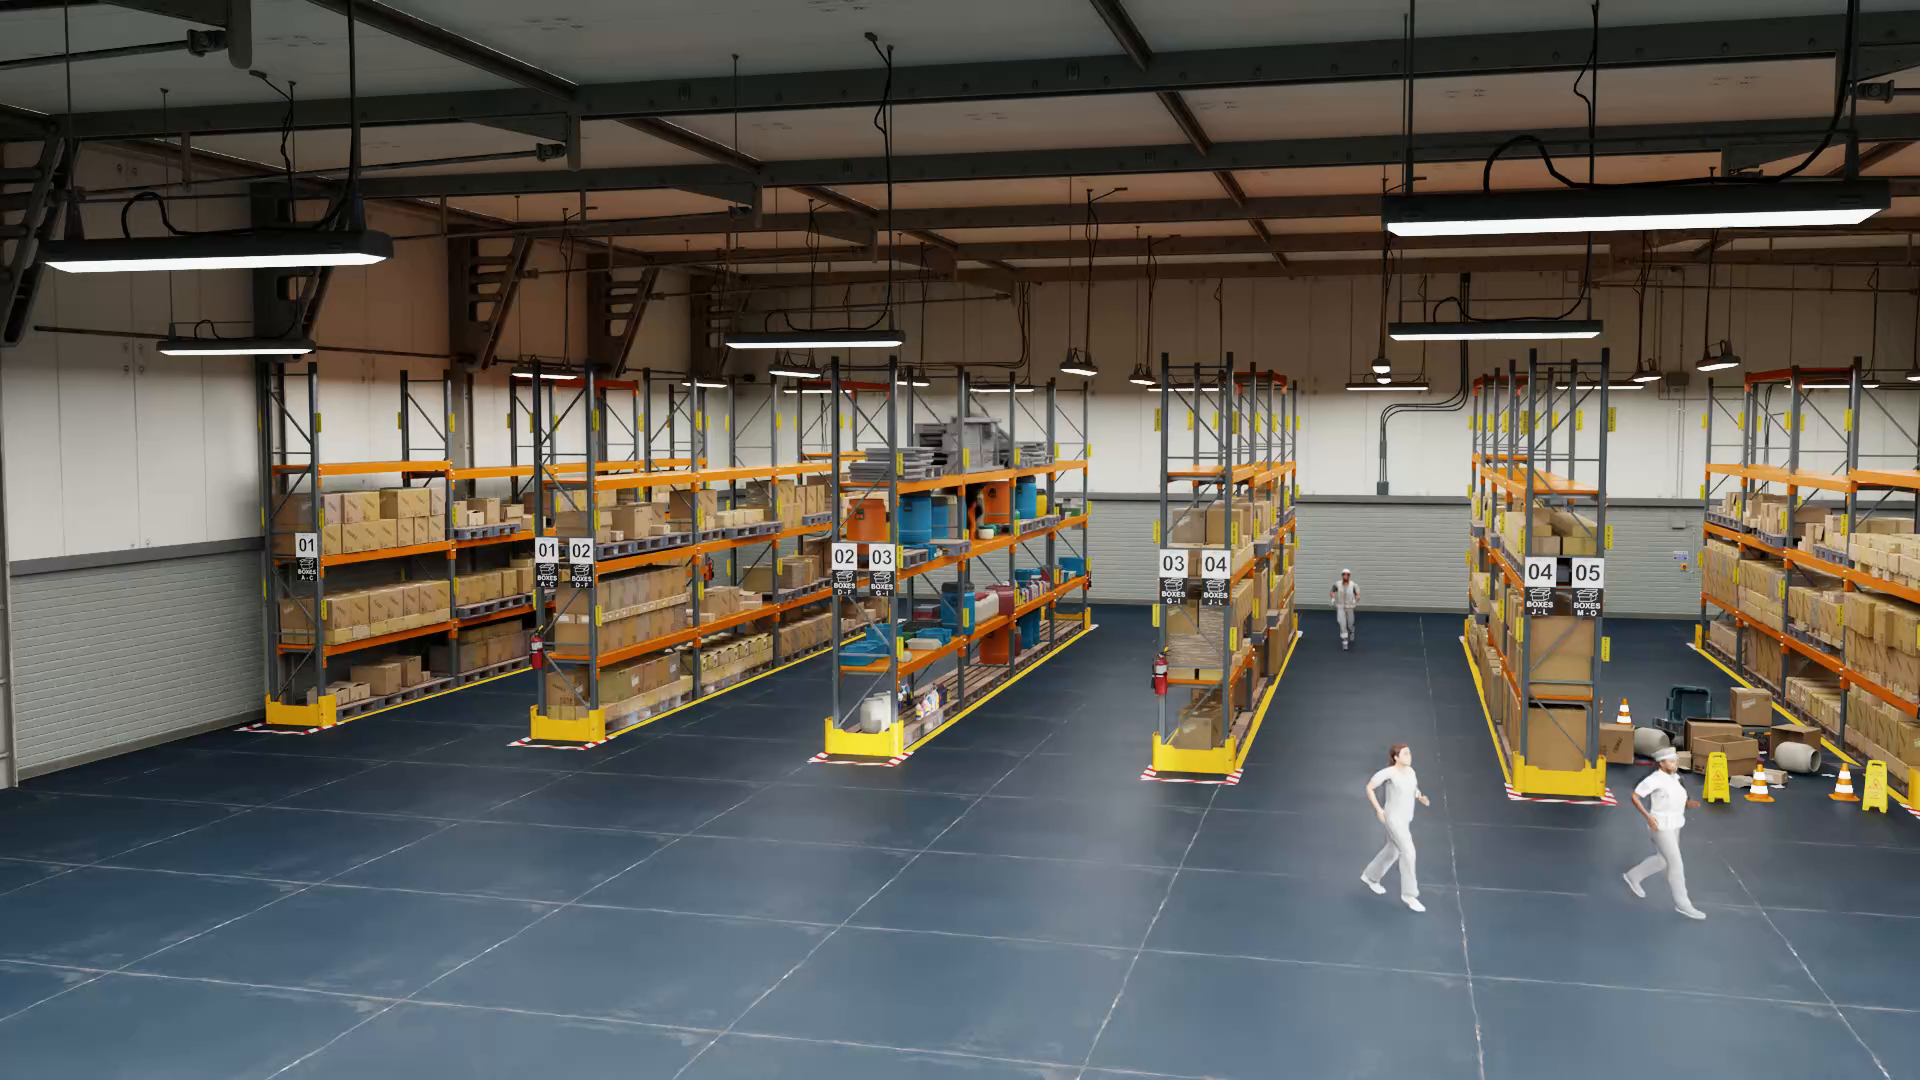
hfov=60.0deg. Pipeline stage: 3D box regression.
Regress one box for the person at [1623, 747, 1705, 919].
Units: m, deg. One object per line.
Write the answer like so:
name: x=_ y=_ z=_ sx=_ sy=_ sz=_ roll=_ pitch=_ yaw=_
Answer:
person: x=7.209 y=2.938 z=17.016 sx=0.575 sy=1.684 sz=0.941 roll=-3 pitch=5 yaw=-39

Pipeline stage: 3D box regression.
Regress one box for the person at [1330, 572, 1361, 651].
person: x=8.556 y=1.551 z=36.954 sx=0.665 sy=1.733 sz=0.894 roll=1 pitch=4 yaw=14

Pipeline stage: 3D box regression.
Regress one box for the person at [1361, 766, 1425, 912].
person: x=4.549 y=3.069 z=17.359 sx=0.523 sy=1.454 sz=0.839 roll=-4 pitch=5 yaw=-43
